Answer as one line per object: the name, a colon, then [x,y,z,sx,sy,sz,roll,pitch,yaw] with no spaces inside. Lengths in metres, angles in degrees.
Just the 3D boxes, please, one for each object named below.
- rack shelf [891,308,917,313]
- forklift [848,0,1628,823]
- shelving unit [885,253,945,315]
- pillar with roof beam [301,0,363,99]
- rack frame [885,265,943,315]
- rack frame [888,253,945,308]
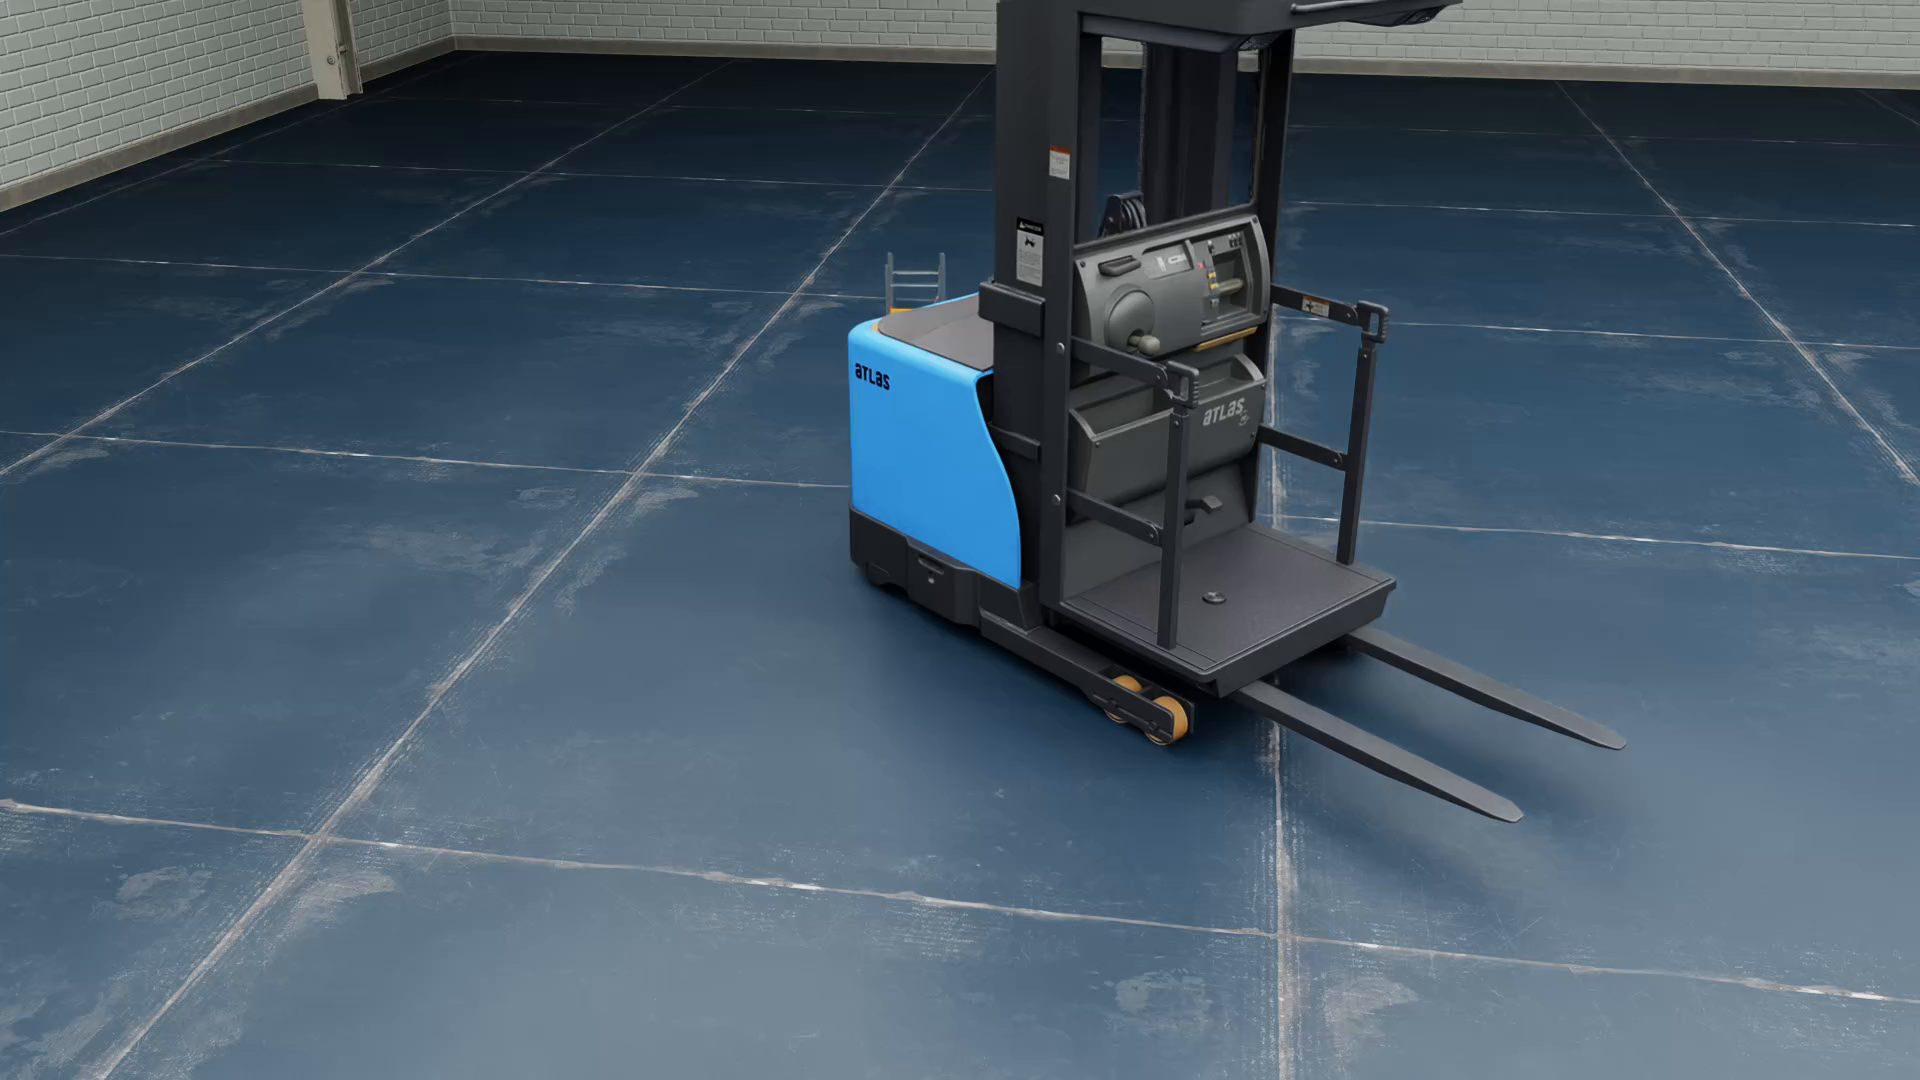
rack shelf: [-0.187,-0.912,7.038,0.258,0.103,0.180,1,25,1]
forklift: [0.894,-0.863,5.636,1.130,2.935,3.031,-20,32,-37]
shelving unit: [-0.187,-0.626,7.172,0.258,1.200,0.189,1,25,1]
pillar with roof beam: [-2.056,-8.296,14.360,9.100,9.000,0.400,4,25,9]
rack frame: [-0.189,-0.587,7.089,0.240,1.200,0.006,1,25,1]
rack frame: [-0.185,-0.665,7.255,0.240,1.200,0.006,1,25,1]
